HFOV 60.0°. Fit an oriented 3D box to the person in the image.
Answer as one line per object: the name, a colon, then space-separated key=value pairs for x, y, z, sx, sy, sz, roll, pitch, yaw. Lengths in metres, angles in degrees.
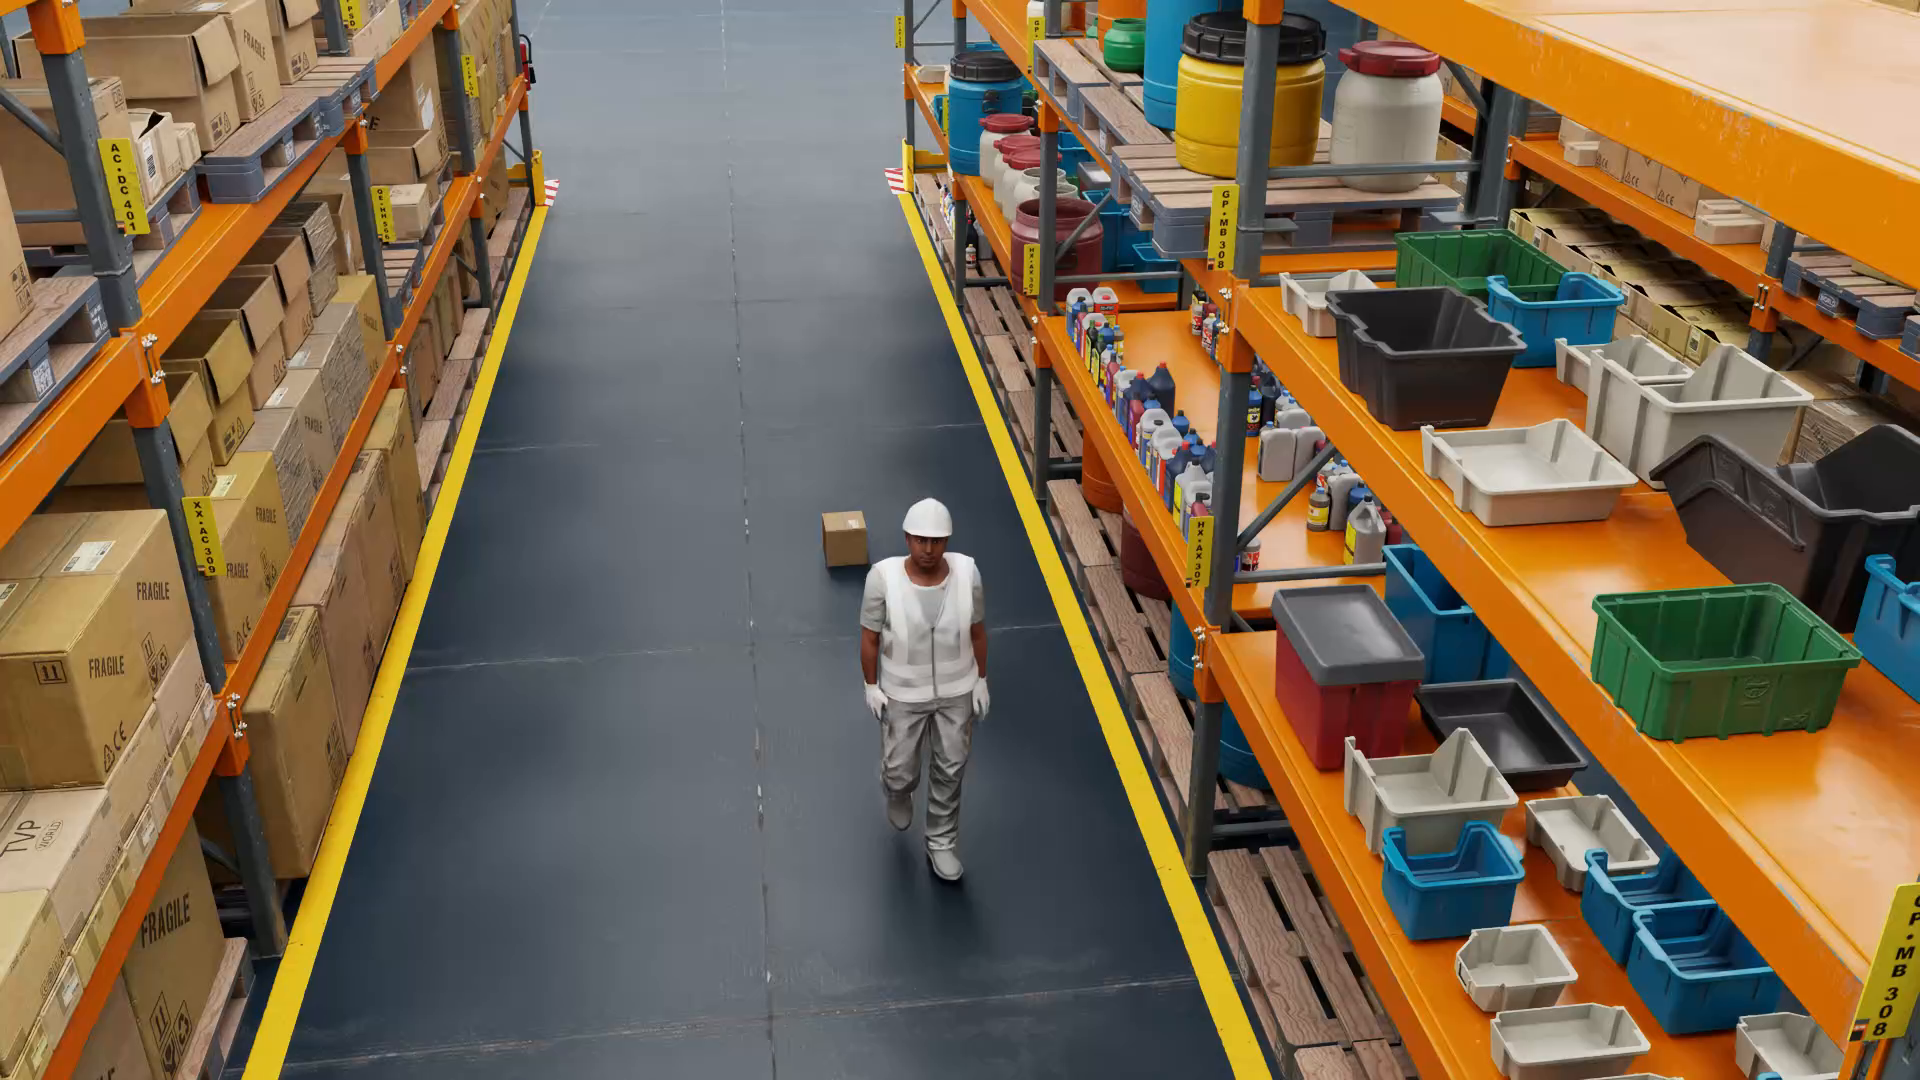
person: x=-0.149 y=0.607 z=7.289 sx=0.556 sy=1.719 sz=0.476 roll=-6 pitch=27 yaw=-11
